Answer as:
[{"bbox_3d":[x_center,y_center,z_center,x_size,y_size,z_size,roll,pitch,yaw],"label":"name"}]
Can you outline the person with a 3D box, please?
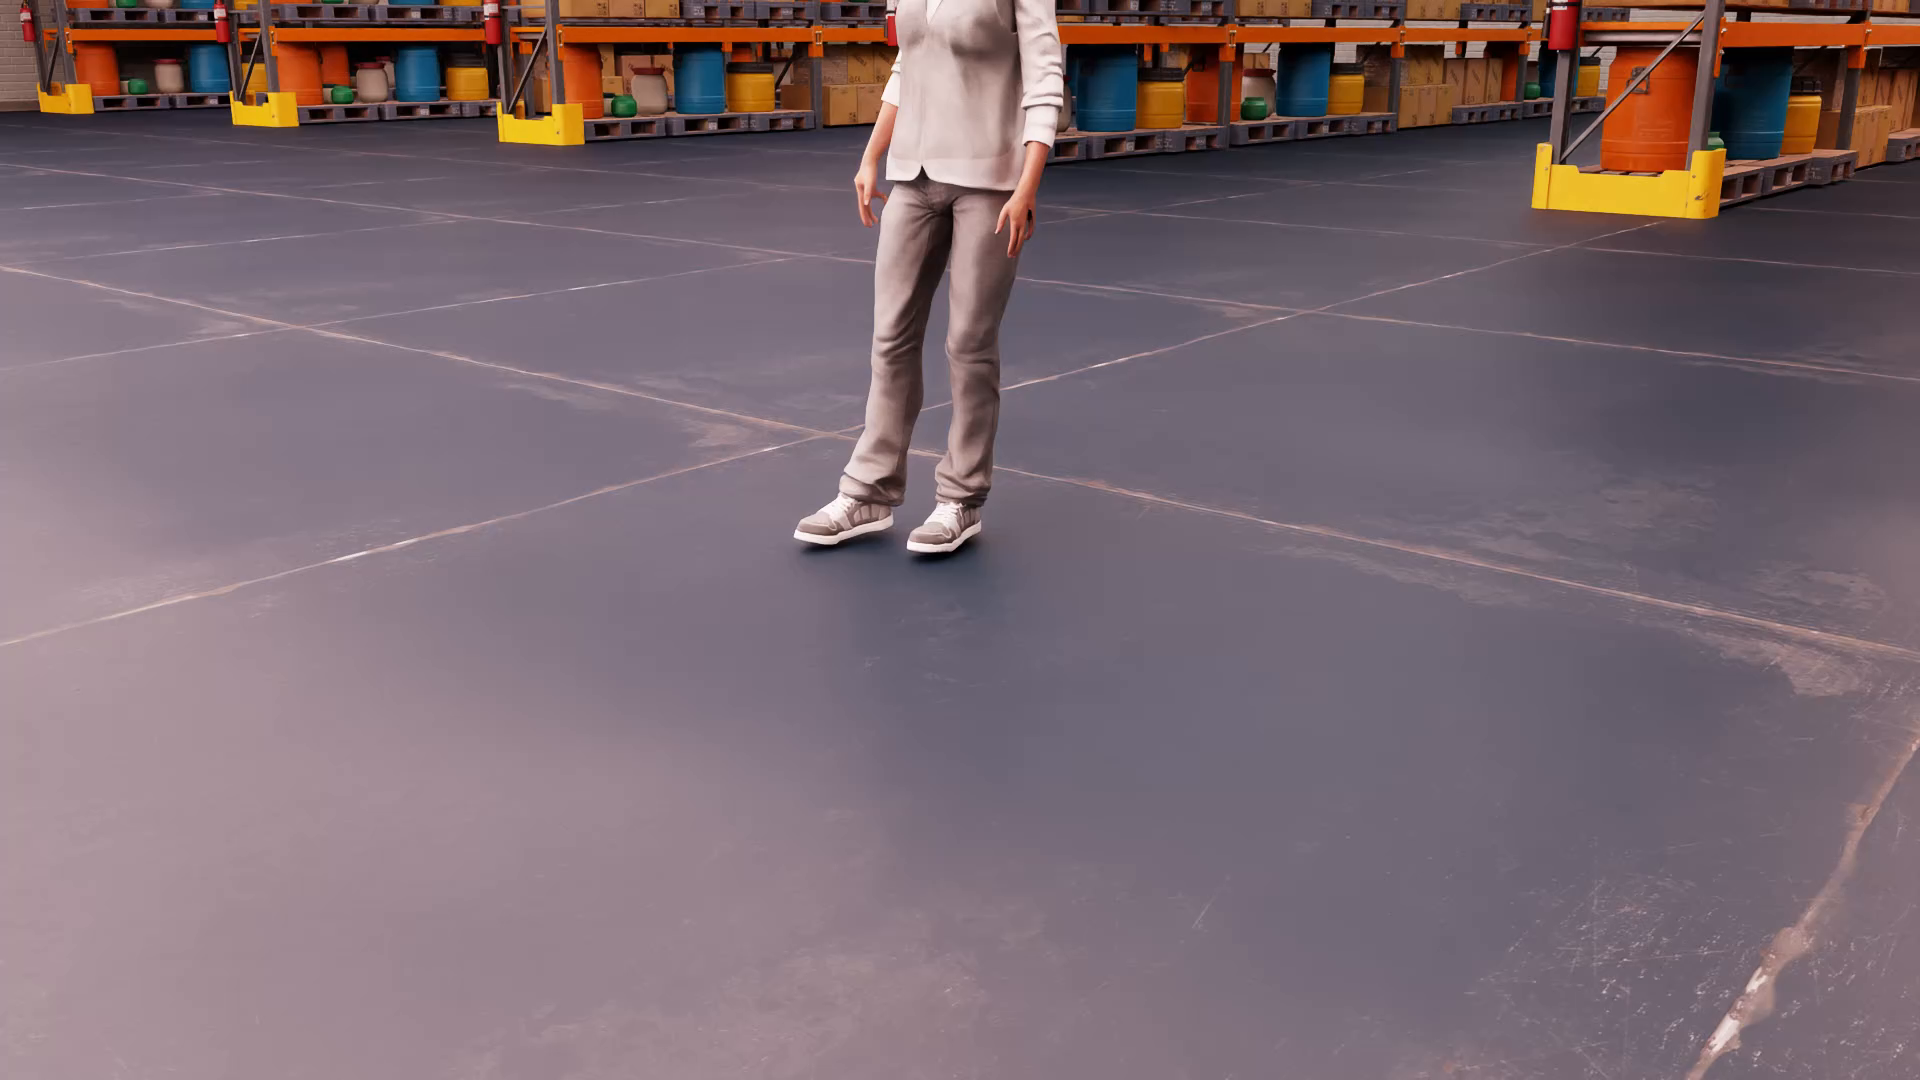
[{"bbox_3d":[-0.058,-0.757,3.662,0.520,1.597,0.475,13,21,37],"label":"person"}]
